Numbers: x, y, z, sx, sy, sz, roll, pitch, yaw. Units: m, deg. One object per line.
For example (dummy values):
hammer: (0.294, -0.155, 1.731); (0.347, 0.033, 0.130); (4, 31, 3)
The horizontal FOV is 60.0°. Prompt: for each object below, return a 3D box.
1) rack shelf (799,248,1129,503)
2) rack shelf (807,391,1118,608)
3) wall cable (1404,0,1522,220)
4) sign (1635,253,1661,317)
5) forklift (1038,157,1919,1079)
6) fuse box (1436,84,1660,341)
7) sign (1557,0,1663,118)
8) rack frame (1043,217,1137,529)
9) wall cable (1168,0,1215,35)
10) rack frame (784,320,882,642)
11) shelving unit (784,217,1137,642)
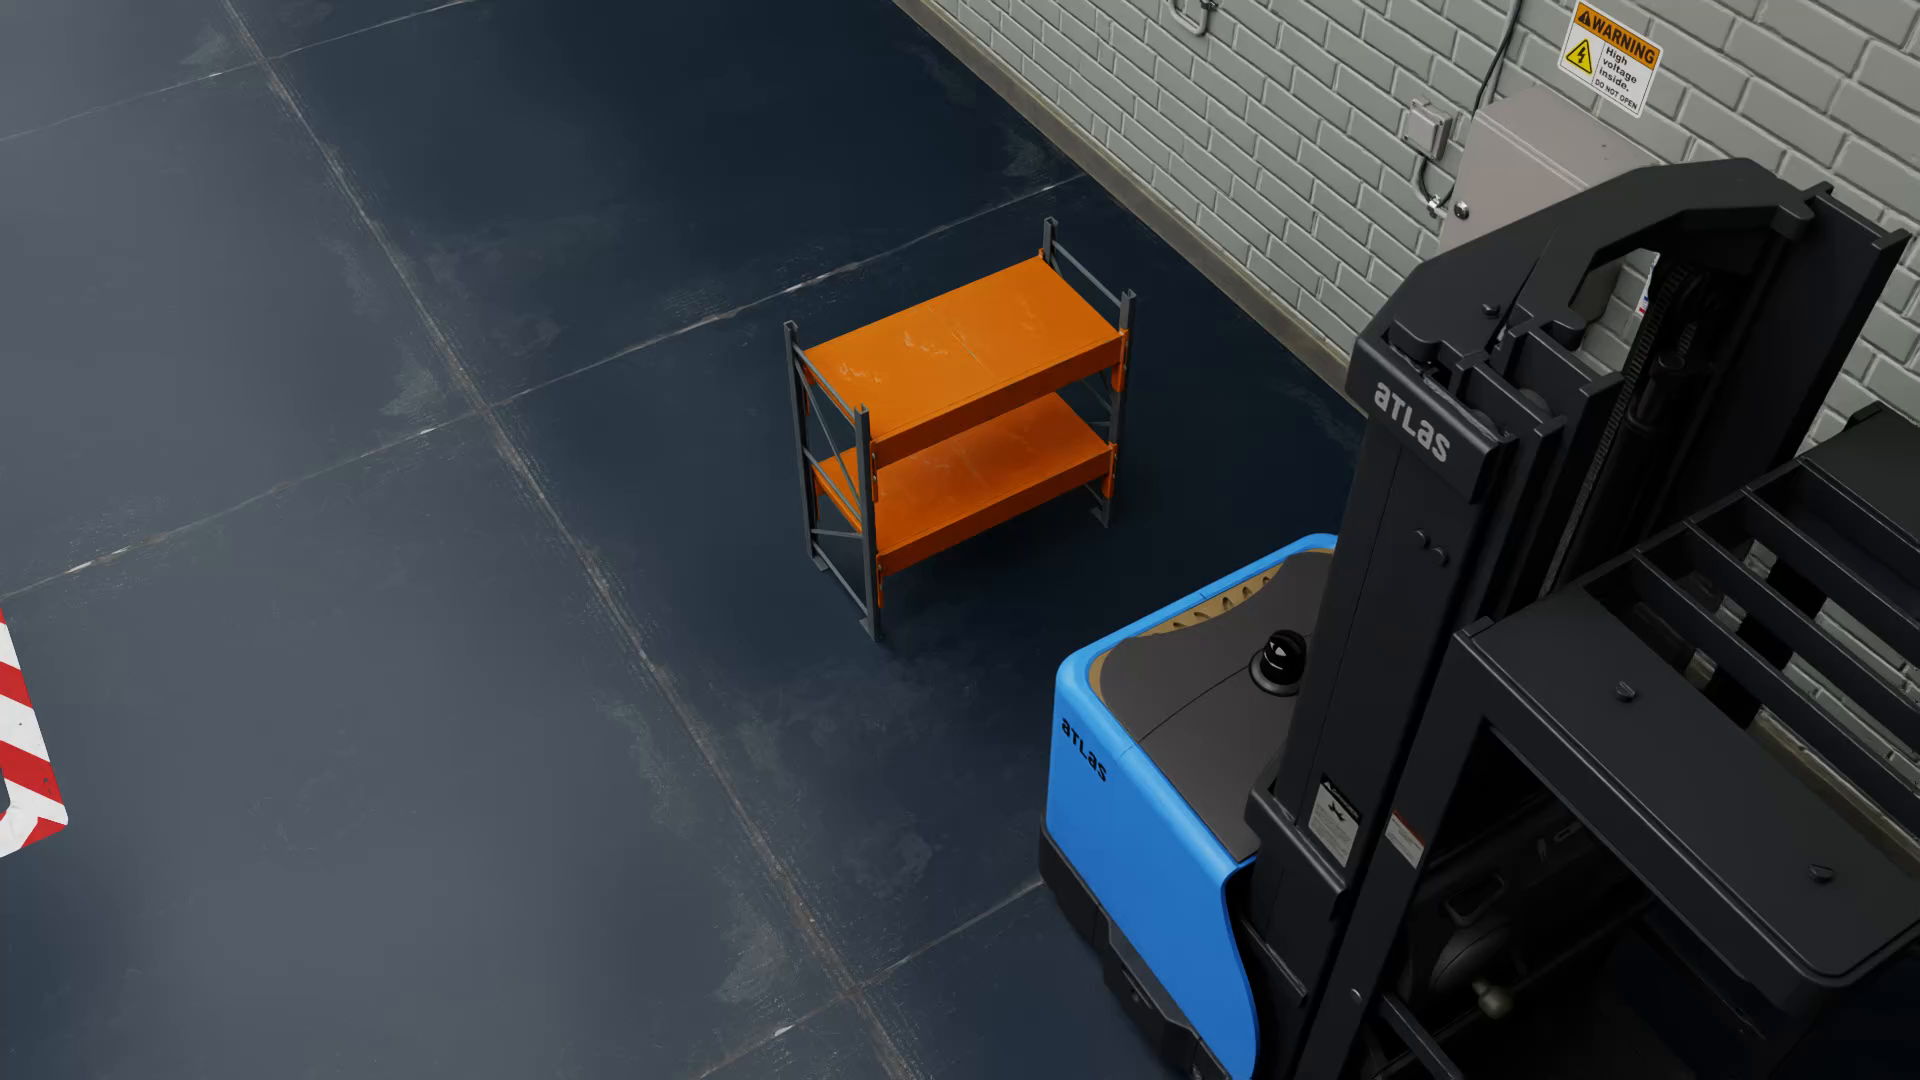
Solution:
rack shelf: (0.006, -0.571, 5.614); (1.000, 0.278, 0.538); (-25, 53, -21)
rack shelf: (0.006, -0.214, 6.015); (1.000, 0.278, 0.538); (-25, 53, -21)
wall cable: (1.562, -1.881, 5.236); (0.122, 1.984, 0.588); (-25, 53, -21)
sign: (2.232, -0.788, 5.007); (0.001, 0.494, 0.329); (-25, 53, -21)
forklift: (1.445, 0.822, 3.555); (1.130, 2.935, 3.031); (-25, 53, -20)
fuse box: (1.793, -0.620, 5.657); (0.414, 1.711, 0.539); (-25, 53, -21)
sign: (1.939, -1.441, 4.972); (0.001, 0.242, 0.339); (-25, 53, -21)
rack frame: (0.436, -0.579, 6.013); (0.032, 1.125, 0.500); (-25, 53, -21)
wall cable: (0.796, -2.782, 6.018); (0.123, 1.953, 0.585); (-25, 53, -21)
rack frame: (-0.424, -0.174, 5.652); (0.032, 1.125, 0.500); (-25, 53, -21)
shelving unit: (0.006, -0.377, 5.832); (1.048, 1.125, 0.538); (-25, 53, -21)
